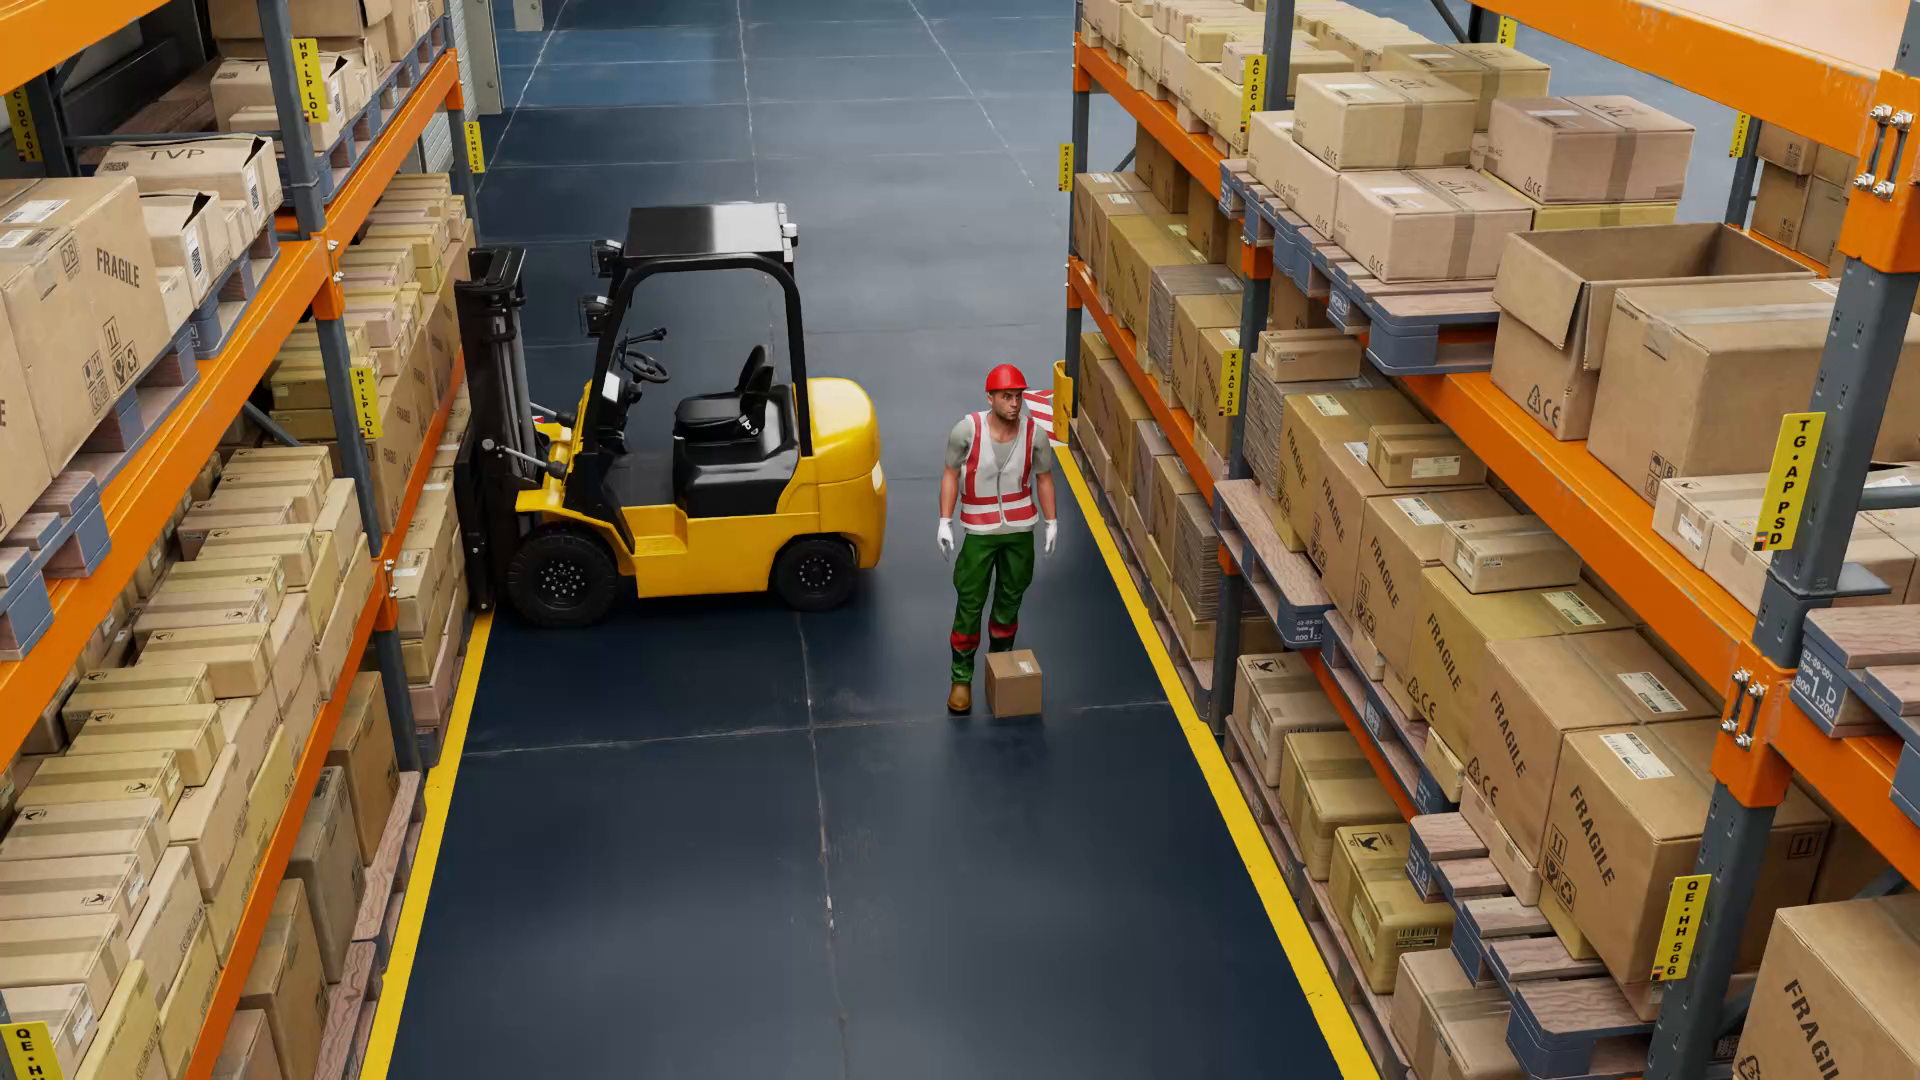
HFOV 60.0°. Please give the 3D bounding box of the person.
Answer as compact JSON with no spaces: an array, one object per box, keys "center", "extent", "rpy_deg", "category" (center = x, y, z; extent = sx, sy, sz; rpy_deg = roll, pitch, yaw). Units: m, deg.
[{"center":[0.205,-0.017,8.601],"extent":[0.638,1.789,0.559],"rpy_deg":[-4,27,-9],"category":"person"}]
